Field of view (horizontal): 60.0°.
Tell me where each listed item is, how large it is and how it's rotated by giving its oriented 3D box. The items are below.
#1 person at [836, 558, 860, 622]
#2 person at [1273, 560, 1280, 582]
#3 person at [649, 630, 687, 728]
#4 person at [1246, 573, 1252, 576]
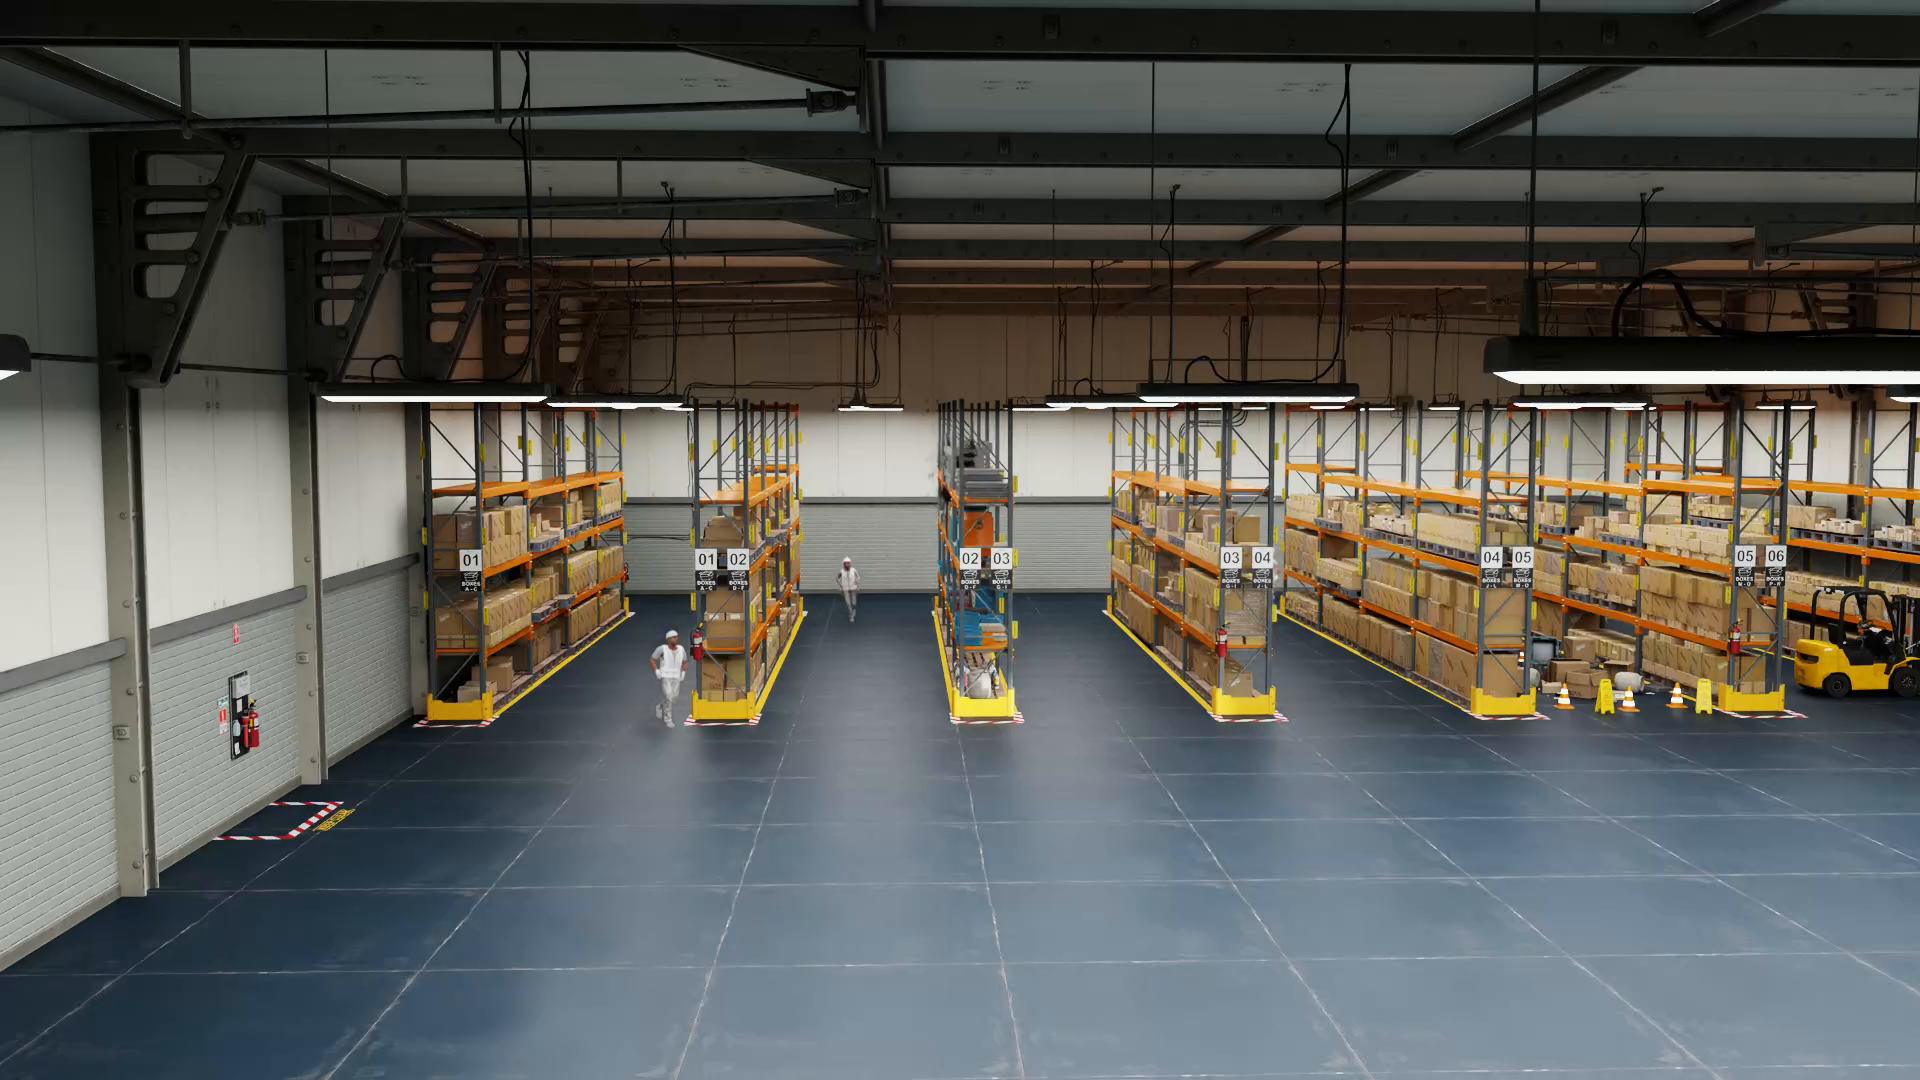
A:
[{"bbox_3d":[-3.097,1.369,46.016,0.674,1.761,0.785,-1,4,-11],"label":"person"},{"bbox_3d":[8.976,1.143,48.797,0.642,1.767,0.725,-3,5,-35],"label":"person"},{"bbox_3d":[-5.355,2.534,30.623,0.710,1.756,0.719,-3,5,-38],"label":"person"},{"bbox_3d":[8.009,1.349,46.211,0.720,1.846,0.756,1,4,8],"label":"person"}]
